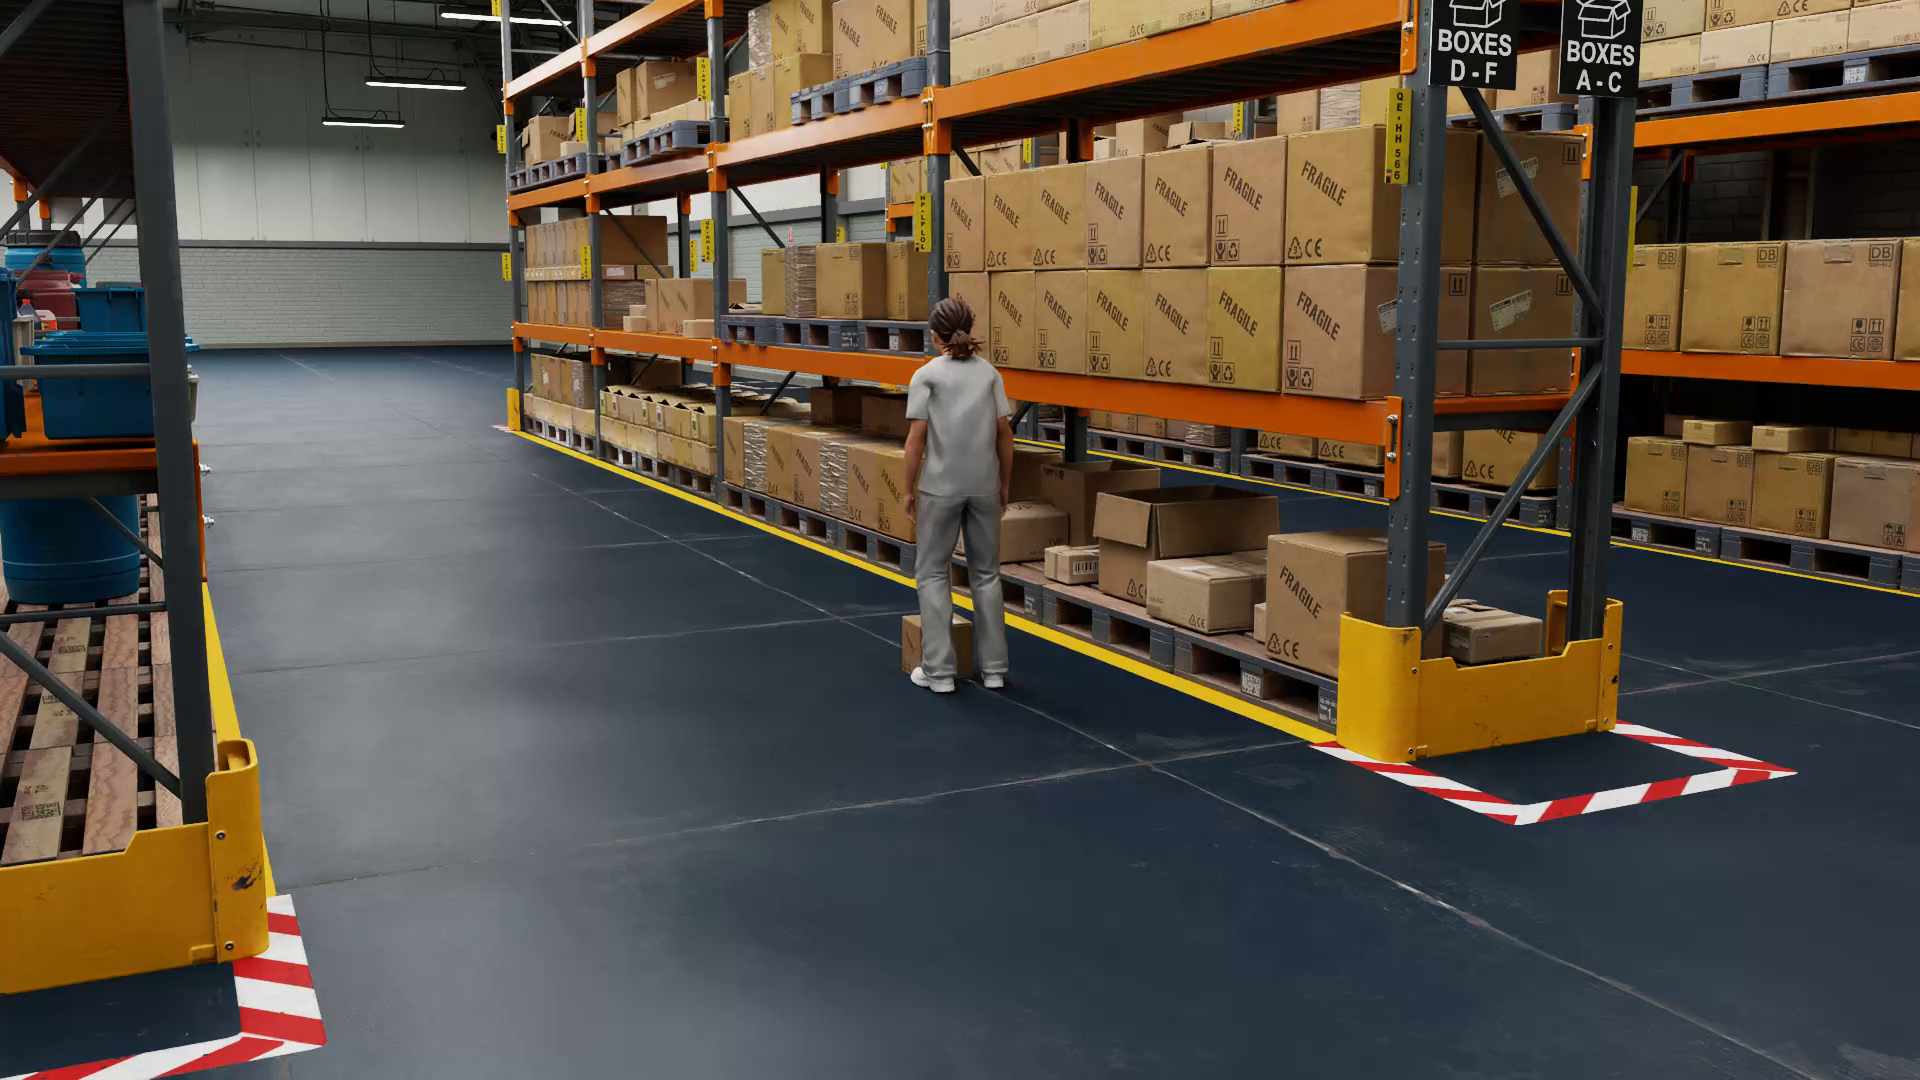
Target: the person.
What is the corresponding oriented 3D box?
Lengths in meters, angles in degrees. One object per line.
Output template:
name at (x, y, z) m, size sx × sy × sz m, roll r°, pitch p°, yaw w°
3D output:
person at (-0.011, -0.191, 7.112) m, size 0.485 × 1.673 × 0.359 m, roll -3°, pitch 9°, yaw -18°
